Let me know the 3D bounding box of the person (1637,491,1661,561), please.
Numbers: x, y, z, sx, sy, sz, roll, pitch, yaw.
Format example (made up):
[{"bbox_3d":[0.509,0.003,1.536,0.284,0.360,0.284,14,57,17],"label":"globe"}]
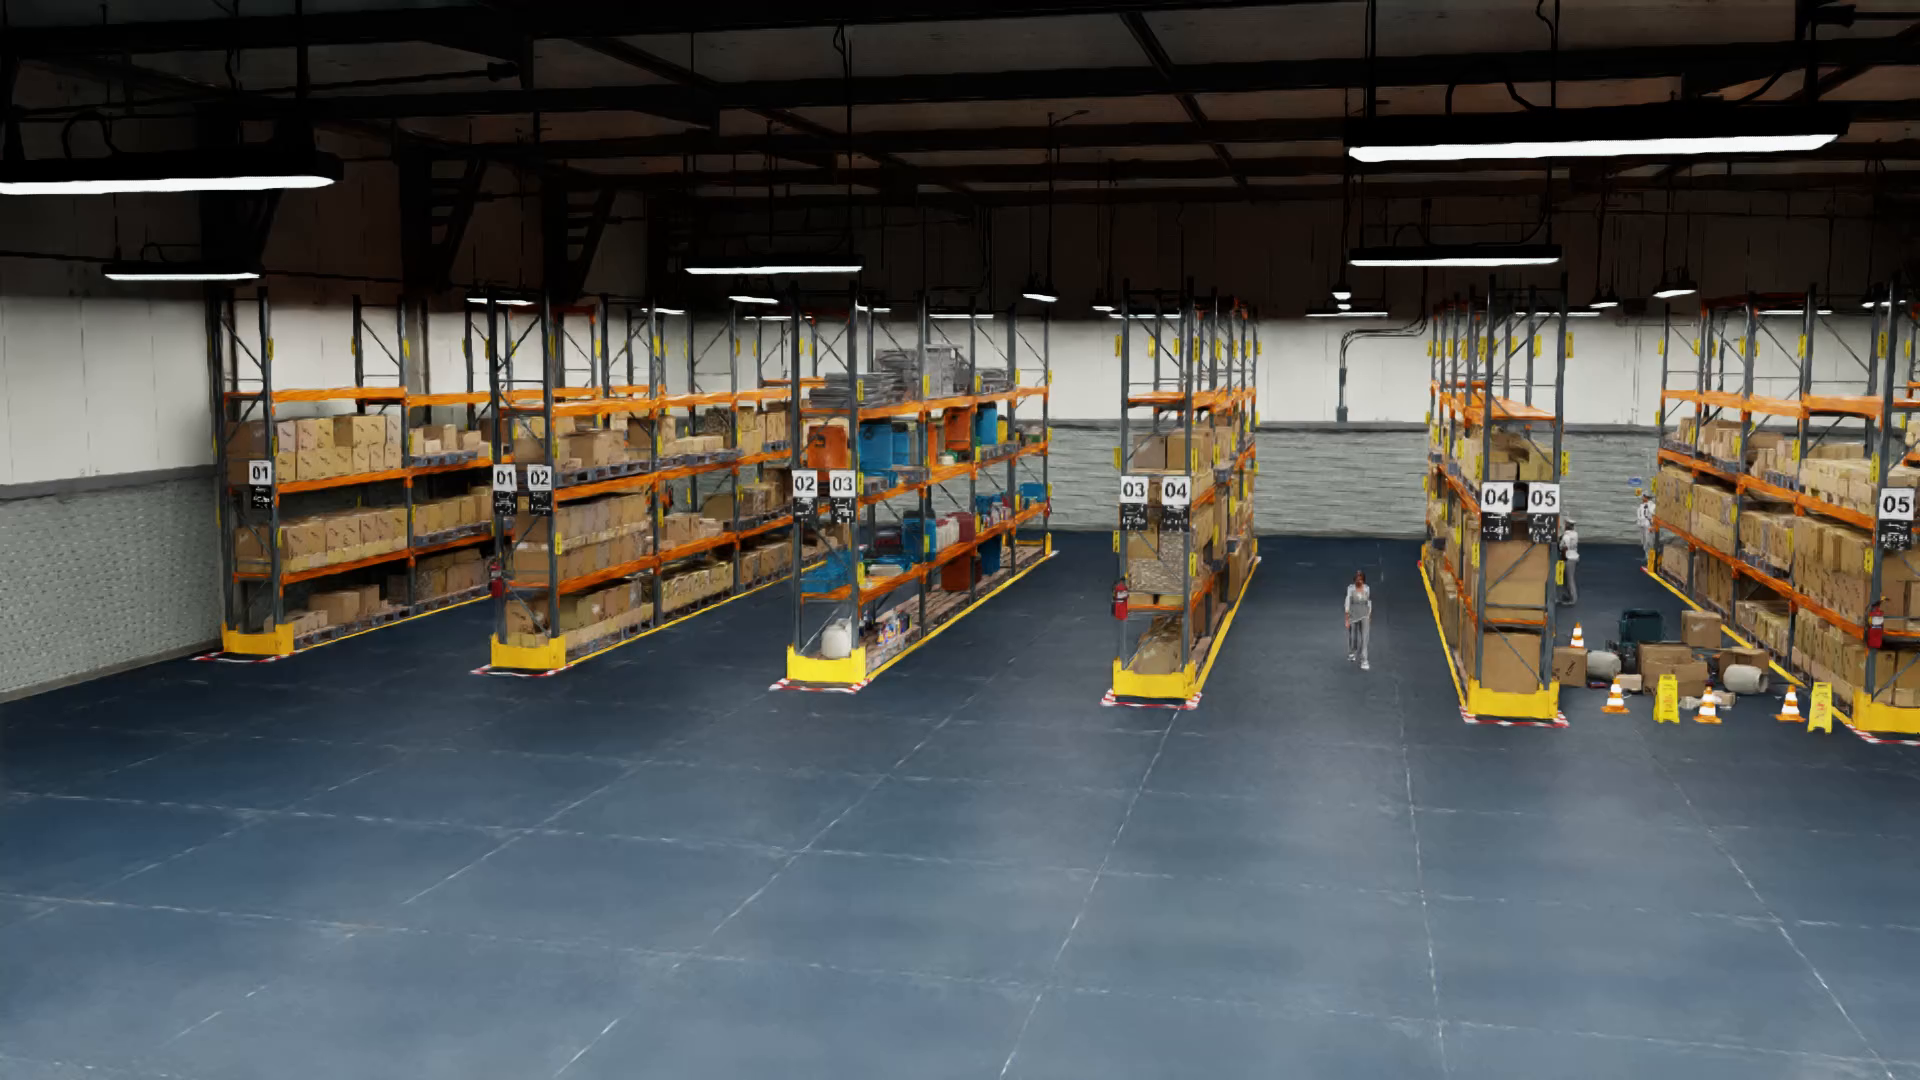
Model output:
[{"bbox_3d":[16.259,-0.327,39.198,0.474,1.656,0.657,-2,7,-17],"label":"person"}]

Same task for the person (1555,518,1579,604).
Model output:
[{"bbox_3d":[11.981,0.406,32.759,0.524,1.670,0.531,6,9,43],"label":"person"}]

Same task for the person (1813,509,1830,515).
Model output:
[{"bbox_3d":[20.795,-0.475,40.099,0.674,1.770,0.616,-2,7,-20],"label":"person"}]

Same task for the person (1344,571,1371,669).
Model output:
[{"bbox_3d":[6.271,1.225,26.221,0.419,1.513,1.037,1,7,11],"label":"person"}]
